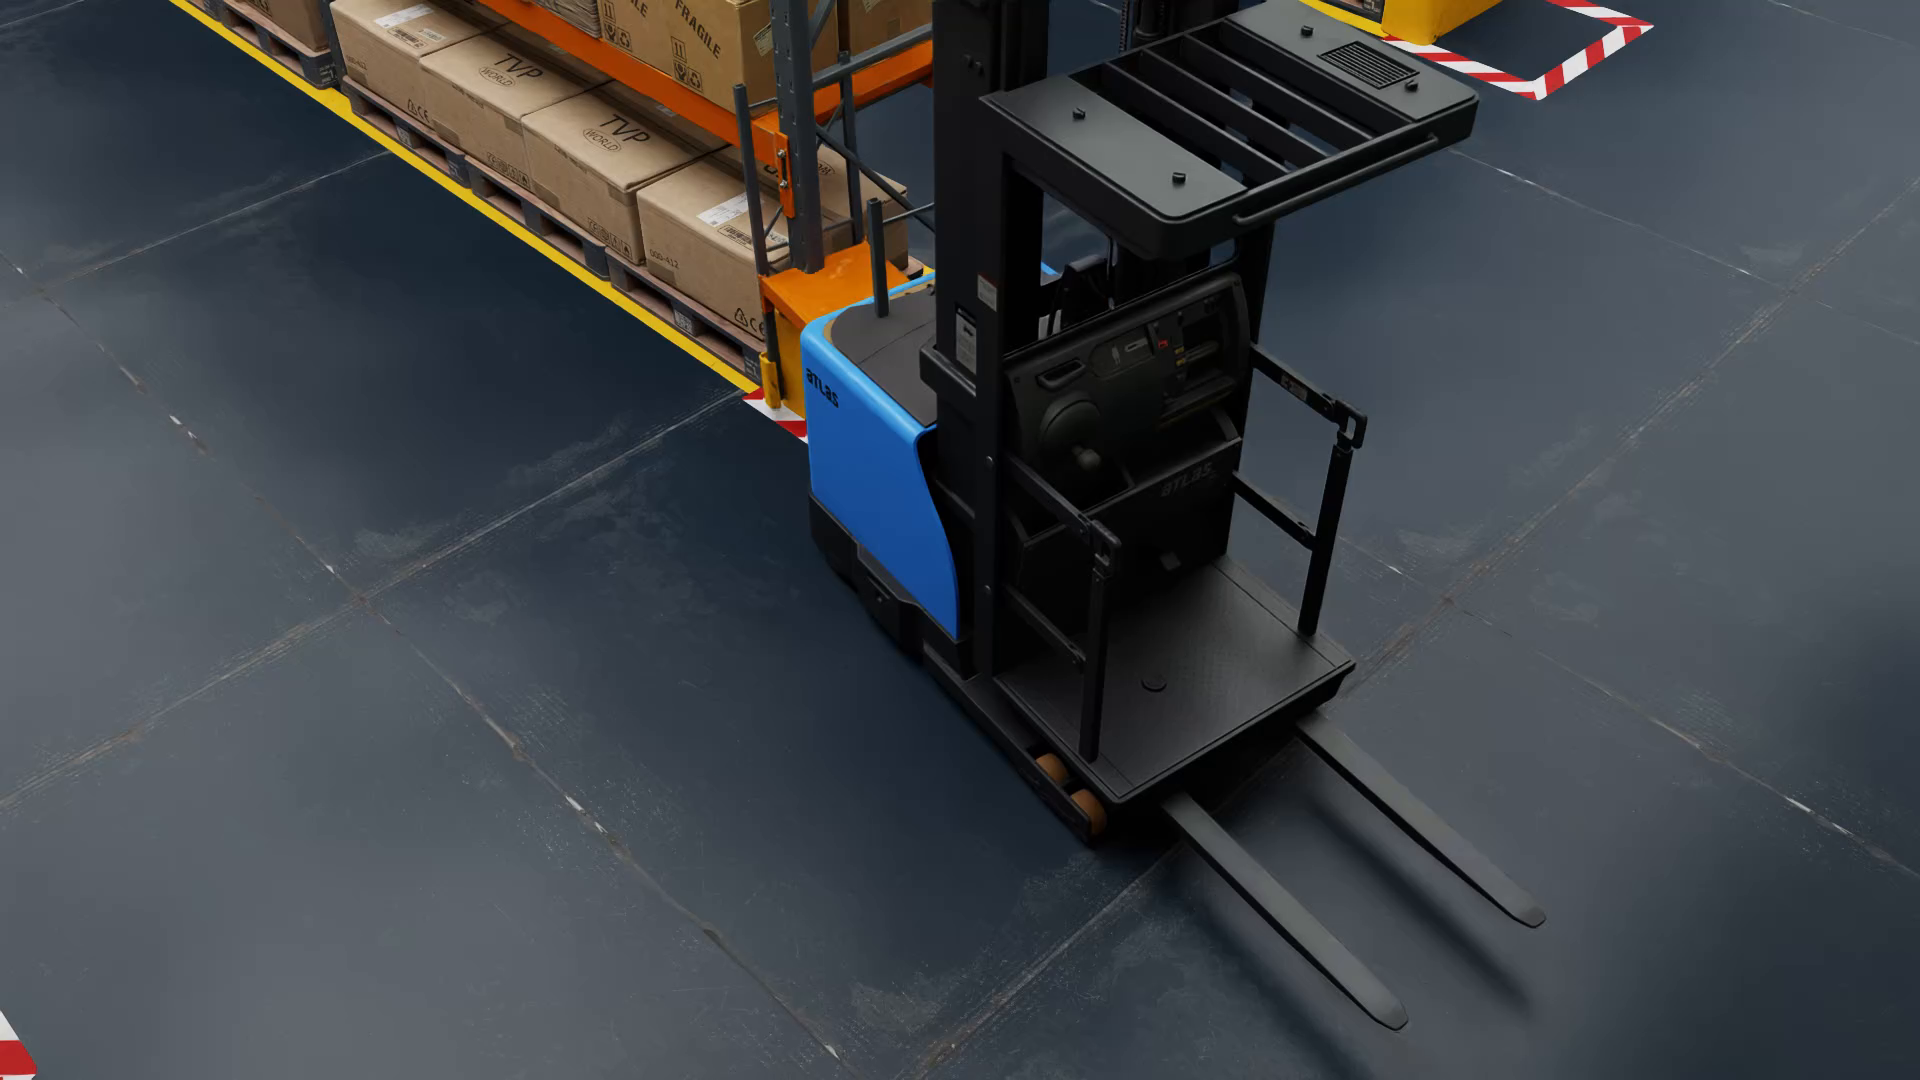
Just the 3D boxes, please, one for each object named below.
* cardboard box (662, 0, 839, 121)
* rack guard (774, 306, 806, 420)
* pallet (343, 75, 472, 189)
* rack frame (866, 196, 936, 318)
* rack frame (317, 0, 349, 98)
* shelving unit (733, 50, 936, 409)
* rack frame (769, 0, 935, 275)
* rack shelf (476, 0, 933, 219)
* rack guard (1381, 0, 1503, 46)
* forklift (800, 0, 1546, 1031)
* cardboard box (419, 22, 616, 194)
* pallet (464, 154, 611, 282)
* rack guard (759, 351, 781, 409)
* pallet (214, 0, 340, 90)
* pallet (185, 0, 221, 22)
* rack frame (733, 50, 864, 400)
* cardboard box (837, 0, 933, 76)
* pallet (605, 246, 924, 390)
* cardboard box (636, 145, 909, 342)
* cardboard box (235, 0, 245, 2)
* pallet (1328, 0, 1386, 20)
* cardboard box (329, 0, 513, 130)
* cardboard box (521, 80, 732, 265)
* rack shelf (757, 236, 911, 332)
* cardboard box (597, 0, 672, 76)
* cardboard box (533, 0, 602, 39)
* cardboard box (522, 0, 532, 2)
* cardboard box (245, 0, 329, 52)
[{"bbox_3d":[-0.843,-2.087,6.724,0.500,0.500,0.500,-34,52,-31],"label":"cardboard box"},{"bbox_3d":[-0.298,-1.015,7.480,1.175,0.500,0.348,-34,53,-31],"label":"rack guard"},{"bbox_3d":[-2.658,-2.440,9.235,1.003,0.211,1.213,-34,53,-31],"label":"pallet"},{"bbox_3d":[-0.081,-0.698,6.287,0.500,1.500,0.032,-24,47,-22],"label":"rack frame"},{"bbox_3d":[-3.139,-3.867,8.725,1.000,3.000,0.127,-34,53,-31],"label":"rack frame"},{"bbox_3d":[-0.350,-0.977,6.602,0.587,1.500,1.083,-24,47,-22],"label":"shelving unit"},{"bbox_3d":[-0.315,-1.945,6.645,1.000,3.000,0.127,-34,53,-31],"label":"rack frame"},{"bbox_3d":[-1.727,-2.642,7.929,1.077,0.370,4.000,-34,53,-31],"label":"rack shelf"},{"bbox_3d":[3.065,-3.484,10.152,1.175,0.500,0.348,-34,53,-31],"label":"rack guard"},{"bbox_3d":[0.667,-0.443,5.070,1.130,2.935,3.031,-26,49,-25],"label":"forklift"},{"bbox_3d":[-2.139,-2.297,8.604,0.875,0.438,0.875,33,52,30],"label":"cardboard box"},{"bbox_3d":[-1.792,-1.854,8.601,1.003,0.211,1.213,-34,53,-31],"label":"pallet"},{"bbox_3d":[-0.600,-0.795,7.339,0.587,0.250,0.087,-24,47,-22],"label":"rack guard"},{"bbox_3d":[-3.738,-3.178,10.033,1.003,0.211,1.213,-34,53,-31],"label":"pallet"},{"bbox_3d":[-4.603,-3.764,10.668,1.003,0.211,1.213,-34,53,-31],"label":"pallet"},{"bbox_3d":[-0.628,-1.266,6.929,0.500,1.500,0.032,-24,47,-22],"label":"rack frame"},{"bbox_3d":[-0.450,-2.350,7.009,0.500,0.500,0.500,34,52,31],"label":"cardboard box"},{"bbox_3d":[-0.935,-1.268,7.966,1.003,0.211,1.213,-34,53,-31],"label":"pallet"},{"bbox_3d":[-0.851,-1.427,7.663,0.875,0.438,0.875,32,52,30],"label":"cardboard box"},{"bbox_3d":[-4.277,-3.931,10.050,0.875,0.875,0.875,-33,52,-30],"label":"cardboard box"},{"bbox_3d":[2.516,-3.786,10.691,1.003,0.211,1.213,-34,53,-31],"label":"pallet"},{"bbox_3d":[-2.772,-2.727,9.070,0.875,0.438,0.875,33,52,31],"label":"cardboard box"},{"bbox_3d":[-1.504,-1.863,8.135,0.875,0.438,0.875,-33,52,-30],"label":"cardboard box"},{"bbox_3d":[-0.349,-0.850,6.729,0.538,0.185,1.000,-24,47,-22],"label":"rack shelf"},{"bbox_3d":[-1.186,-2.335,6.993,0.500,0.500,0.500,33,52,31],"label":"cardboard box"},{"bbox_3d":[-1.557,-2.577,7.255,0.500,0.500,0.500,-33,52,-30],"label":"cardboard box"},{"bbox_3d":[-1.930,-2.819,7.517,0.500,0.500,0.500,-33,52,-30],"label":"cardboard box"},{"bbox_3d":[-3.634,-3.500,9.584,0.875,0.875,0.875,-32,52,-30],"label":"cardboard box"}]
